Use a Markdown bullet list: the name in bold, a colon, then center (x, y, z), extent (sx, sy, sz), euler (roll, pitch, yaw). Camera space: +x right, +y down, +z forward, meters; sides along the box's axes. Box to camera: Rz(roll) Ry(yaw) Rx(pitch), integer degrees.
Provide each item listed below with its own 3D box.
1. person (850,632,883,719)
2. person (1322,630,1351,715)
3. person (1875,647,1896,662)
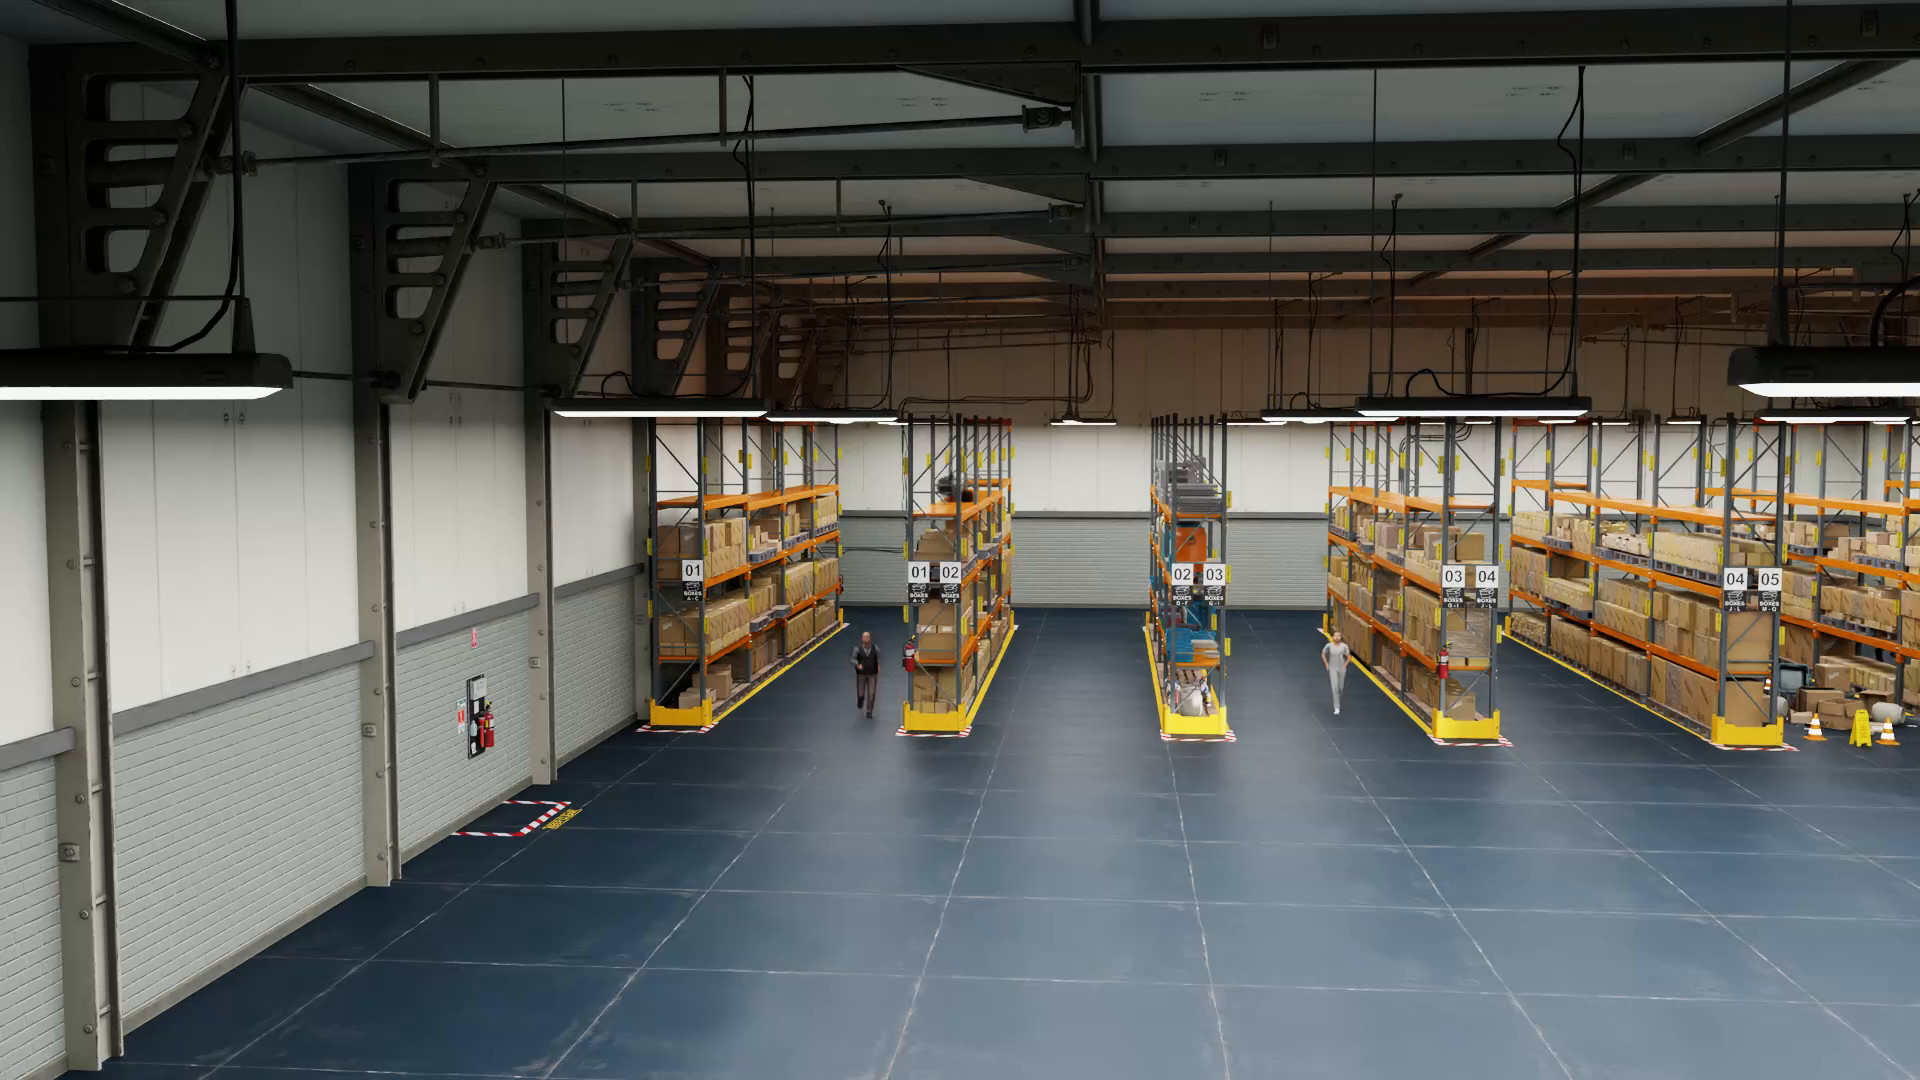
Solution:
- **person**: center (-1.839, 2.668, 32.954), extent (0.666, 1.678, 0.738), euler (-1, 4, -8)
- **person**: center (7.600, 2.646, 33.598), extent (0.573, 1.662, 0.828), euler (0, 4, 5)
- **person**: center (21.789, 2.323, 39.023), extent (0.587, 1.625, 0.973), euler (0, 4, 5)
